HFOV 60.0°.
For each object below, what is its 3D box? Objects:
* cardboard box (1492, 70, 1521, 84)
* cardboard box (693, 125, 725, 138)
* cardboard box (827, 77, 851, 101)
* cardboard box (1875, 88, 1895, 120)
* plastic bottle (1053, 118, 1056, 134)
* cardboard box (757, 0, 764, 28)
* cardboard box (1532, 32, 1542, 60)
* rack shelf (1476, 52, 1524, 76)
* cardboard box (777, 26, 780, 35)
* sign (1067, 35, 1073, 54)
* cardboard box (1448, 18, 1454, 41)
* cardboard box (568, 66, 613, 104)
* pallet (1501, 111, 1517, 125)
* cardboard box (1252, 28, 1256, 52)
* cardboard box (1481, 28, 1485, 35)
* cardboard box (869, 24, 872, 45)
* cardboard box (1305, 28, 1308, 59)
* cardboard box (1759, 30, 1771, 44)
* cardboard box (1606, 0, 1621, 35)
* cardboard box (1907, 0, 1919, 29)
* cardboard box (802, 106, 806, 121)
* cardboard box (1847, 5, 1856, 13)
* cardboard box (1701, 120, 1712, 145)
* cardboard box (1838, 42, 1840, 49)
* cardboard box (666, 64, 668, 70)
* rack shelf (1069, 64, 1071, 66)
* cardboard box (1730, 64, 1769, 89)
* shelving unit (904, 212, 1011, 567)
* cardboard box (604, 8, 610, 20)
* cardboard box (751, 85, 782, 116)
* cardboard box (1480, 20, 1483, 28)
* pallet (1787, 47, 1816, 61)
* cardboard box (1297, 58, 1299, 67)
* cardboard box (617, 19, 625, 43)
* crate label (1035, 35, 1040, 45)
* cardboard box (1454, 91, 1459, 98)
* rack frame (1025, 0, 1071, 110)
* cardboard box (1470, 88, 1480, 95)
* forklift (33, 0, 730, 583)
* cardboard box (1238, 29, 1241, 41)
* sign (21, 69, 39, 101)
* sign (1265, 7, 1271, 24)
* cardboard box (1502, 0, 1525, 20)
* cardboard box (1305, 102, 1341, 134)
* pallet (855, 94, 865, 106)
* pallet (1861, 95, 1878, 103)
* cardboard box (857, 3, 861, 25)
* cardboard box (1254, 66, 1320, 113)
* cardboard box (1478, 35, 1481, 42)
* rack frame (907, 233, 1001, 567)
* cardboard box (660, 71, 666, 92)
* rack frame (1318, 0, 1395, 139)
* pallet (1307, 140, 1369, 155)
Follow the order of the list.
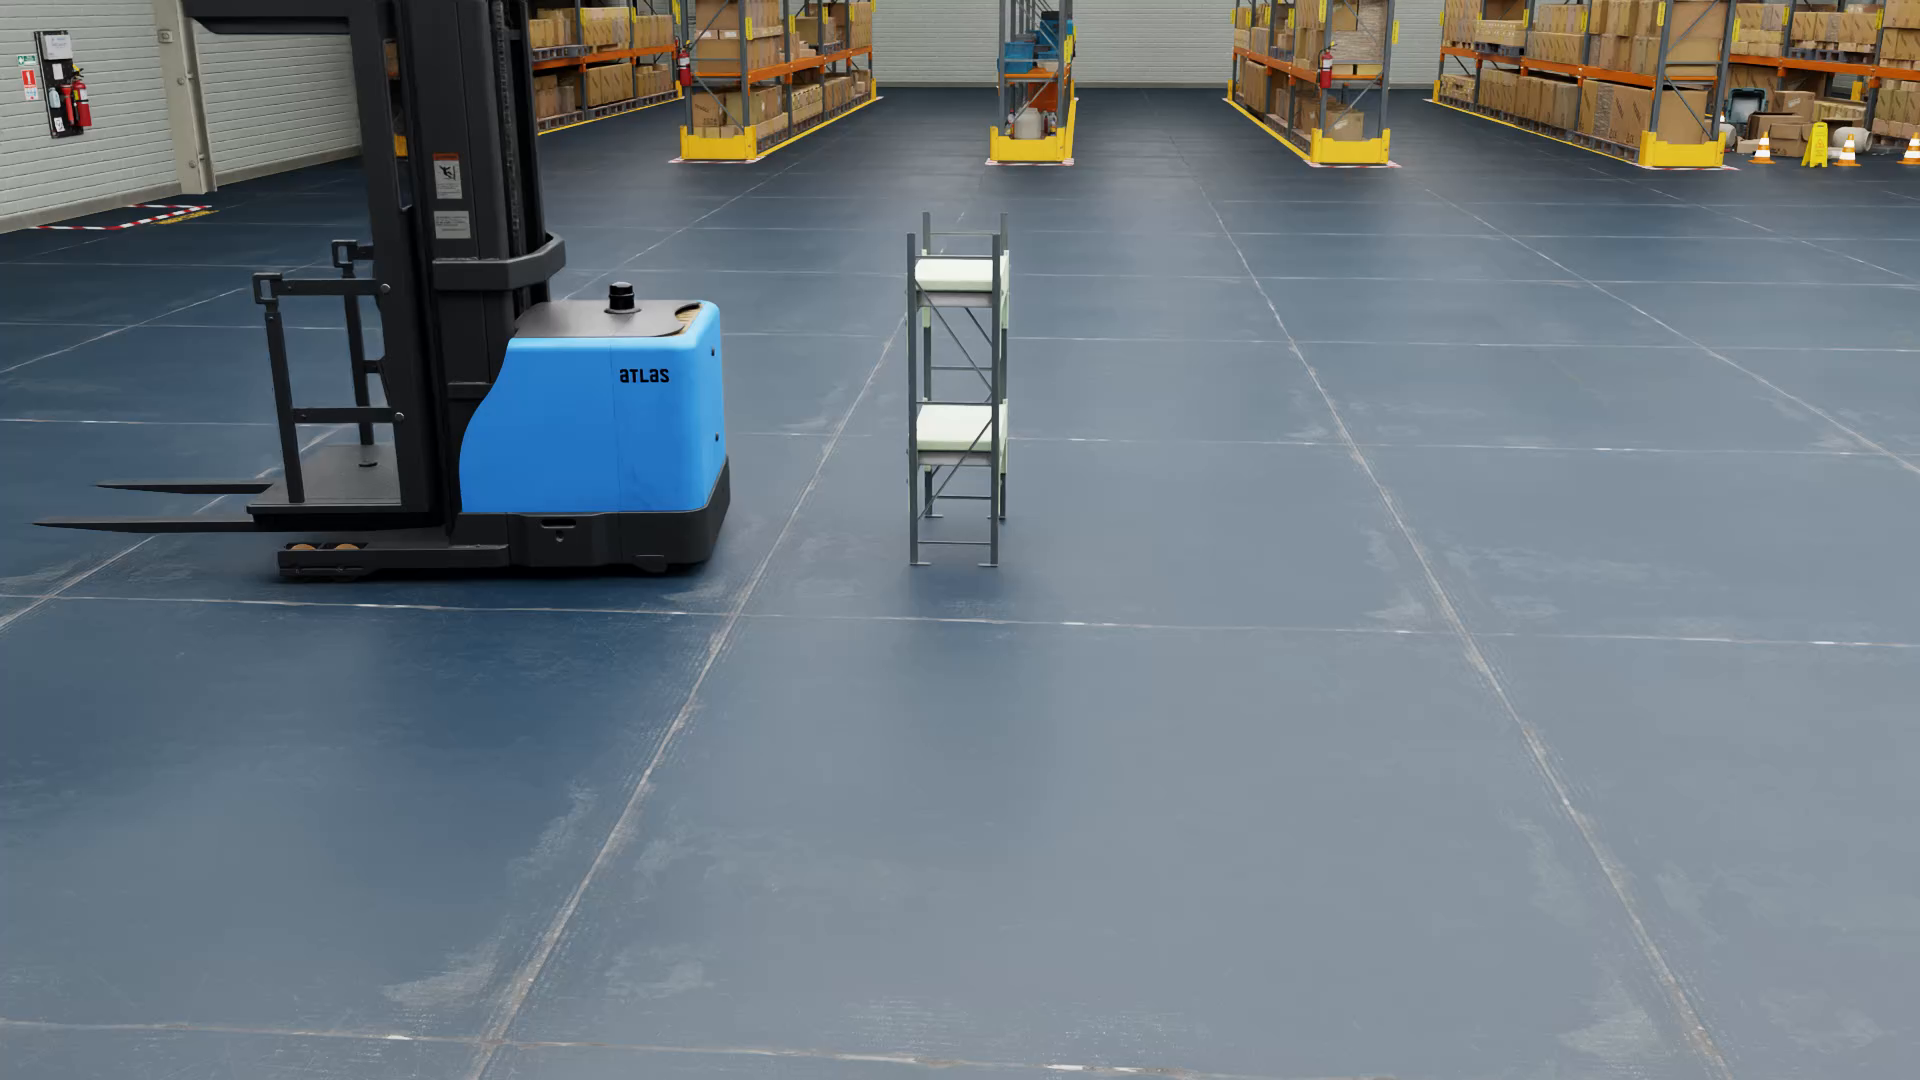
[{"bbox_3d":[11.453,-9.699,34.842,0.500,0.250,0.500,2,18,6],"label":"cardboard box"},{"bbox_3d":[-4.090,-6.582,26.934,0.500,0.250,0.500,1,18,4],"label":"cardboard box"},{"bbox_3d":[-2.723,-10.104,37.251,0.500,0.500,0.500,1,18,4],"label":"cardboard box"},{"bbox_3d":[15.906,-7.387,28.186,0.500,0.500,0.500,2,18,7],"label":"cardboard box"},{"bbox_3d":[1.581,-6.949,27.967,0.061,0.283,0.133,2,18,5],"label":"plastic bottle"},{"bbox_3d":[-3.681,-8.817,27.769,0.700,0.500,0.500,1,18,4],"label":"cardboard box"},{"bbox_3d":[11.225,-9.392,31.609,0.500,0.500,0.500,1,18,3],"label":"cardboard box"},{"bbox_3d":[11.703,-9.915,34.522,1.077,0.370,4.000,1,18,4],"label":"rack shelf"},{"bbox_3d":[-3.373,-8.948,29.212,0.380,0.149,0.250,1,18,3],"label":"cardboard box"},{"bbox_3d":[1.941,-8.762,29.403,0.100,0.325,0.005,1,18,4],"label":"sign"},{"bbox_3d":[11.813,-12.010,39.119,0.500,0.500,0.500,1,18,4],"label":"cardboard box"},{"bbox_3d":[-7.949,-9.785,35.747,0.750,0.750,0.750,1,18,4],"label":"cardboard box"},{"bbox_3d":[11.617,-8.554,33.689,1.003,0.211,1.213,1,18,4],"label":"pallet"},{"bbox_3d":[6.589,-10.775,35.828,0.500,0.500,0.500,1,18,4],"label":"cardboard box"},{"bbox_3d":[11.325,-10.827,35.400,0.380,0.149,0.250,2,18,5],"label":"cardboard box"},{"bbox_3d":[-2.448,-12.388,40.750,0.500,0.500,0.500,2,18,6],"label":"cardboard box"},{"bbox_3d":[6.233,-8.274,27.720,0.875,0.500,0.500,1,18,4],"label":"cardboard box"},{"bbox_3d":[16.319,-10.039,33.181,0.500,0.250,0.500,1,18,2],"label":"cardboard box"},{"bbox_3d":[11.113,-8.526,27.152,0.875,0.550,0.550,1,18,4],"label":"cardboard box"},{"bbox_3d":[15.848,-8.533,26.905,0.700,0.500,0.500,1,18,3],"label":"cardboard box"},{"bbox_3d":[-3.199,-8.091,31.538,0.500,0.250,0.500,1,18,2],"label":"cardboard box"},{"bbox_3d":[16.058,-9.460,29.621,0.380,0.149,0.250,1,18,2],"label":"cardboard box"},{"bbox_3d":[12.185,-6.702,27.570,0.500,0.500,0.500,4,19,13],"label":"cardboard box"},{"bbox_3d":[16.188,-8.957,30.170,0.380,0.149,0.250,1,18,2],"label":"cardboard box"},{"bbox_3d":[-7.406,-11.651,40.961,0.380,0.149,0.250,1,18,3],"label":"cardboard box"},{"bbox_3d":[1.823,-10.168,35.293,1.077,0.370,4.000,1,18,4],"label":"rack shelf"},{"bbox_3d":[16.770,-9.514,34.879,0.875,0.875,0.875,2,18,6],"label":"cardboard box"},{"bbox_3d":[0.000,-0.711,7.683,0.431,1.500,0.755,1,18,4],"label":"shelving unit"},{"bbox_3d":[-7.812,-11.281,35.659,0.500,0.250,0.500,1,18,3],"label":"cardboard box"},{"bbox_3d":[-3.410,-7.704,29.153,0.500,0.500,0.500,1,18,4],"label":"cardboard box"},{"bbox_3d":[11.346,-11.043,35.580,0.380,0.149,0.250,2,18,5],"label":"cardboard box"},{"bbox_3d":[16.560,-9.242,31.620,1.213,0.211,1.003,1,18,4],"label":"pallet"},{"bbox_3d":[5.997,-8.201,28.537,0.380,0.149,0.250,1,18,4],"label":"cardboard box"},{"bbox_3d":[-7.723,-11.243,36.747,0.500,0.500,0.500,1,18,4],"label":"cardboard box"},{"bbox_3d":[1.339,-9.603,32.356,0.502,0.435,0.616,1,18,4],"label":"crate label"},{"bbox_3d":[11.679,-10.329,38.533,0.380,0.149,0.250,1,18,4],"label":"cardboard box"},{"bbox_3d":[1.966,-11.131,37.076,1.000,3.000,0.127,1,18,4],"label":"rack frame"},{"bbox_3d":[11.552,-9.970,36.958,0.380,0.149,0.250,2,18,5],"label":"cardboard box"},{"bbox_3d":[-2.646,-1.372,7.403,3.031,2.935,1.130,0,18,-1],"label":"forklift"},{"bbox_3d":[6.819,-11.872,39.102,0.500,0.250,0.500,1,18,2],"label":"cardboard box"},{"bbox_3d":[-10.376,-5.079,18.550,0.001,0.329,0.234,1,18,4],"label":"sign"},{"bbox_3d":[6.066,-10.340,32.802,0.100,0.325,0.005,1,18,4],"label":"sign"},{"bbox_3d":[12.122,-11.677,36.499,0.500,0.500,0.500,2,18,5],"label":"cardboard box"},{"bbox_3d":[6.231,-7.246,28.560,0.500,0.500,0.500,7,20,21],"label":"cardboard box"},{"bbox_3d":[-2.839,-10.511,39.662,1.003,0.211,1.213,1,18,4],"label":"pallet"},{"bbox_3d":[21.967,-10.336,39.127,1.003,0.211,1.213,1,18,4],"label":"pallet"},{"bbox_3d":[-2.586,-12.226,38.650,0.500,0.500,0.500,1,18,2],"label":"cardboard box"},{"bbox_3d":[6.690,-9.182,33.866,1.225,0.875,0.875,0,18,1],"label":"cardboard box"},{"bbox_3d":[11.346,-10.760,35.674,0.380,0.149,0.250,2,18,5],"label":"cardboard box"},{"bbox_3d":[-0.027,-0.597,7.336,0.400,1.500,0.023,1,18,4],"label":"rack frame"},{"bbox_3d":[-7.615,-11.231,40.722,0.700,0.500,0.500,1,18,4],"label":"cardboard box"},{"bbox_3d":[6.046,-7.294,25.365,1.000,3.000,0.127,1,18,4],"label":"rack frame"},{"bbox_3d":[6.145,-6.244,26.639,1.003,0.211,1.213,1,18,4],"label":"pallet"}]
